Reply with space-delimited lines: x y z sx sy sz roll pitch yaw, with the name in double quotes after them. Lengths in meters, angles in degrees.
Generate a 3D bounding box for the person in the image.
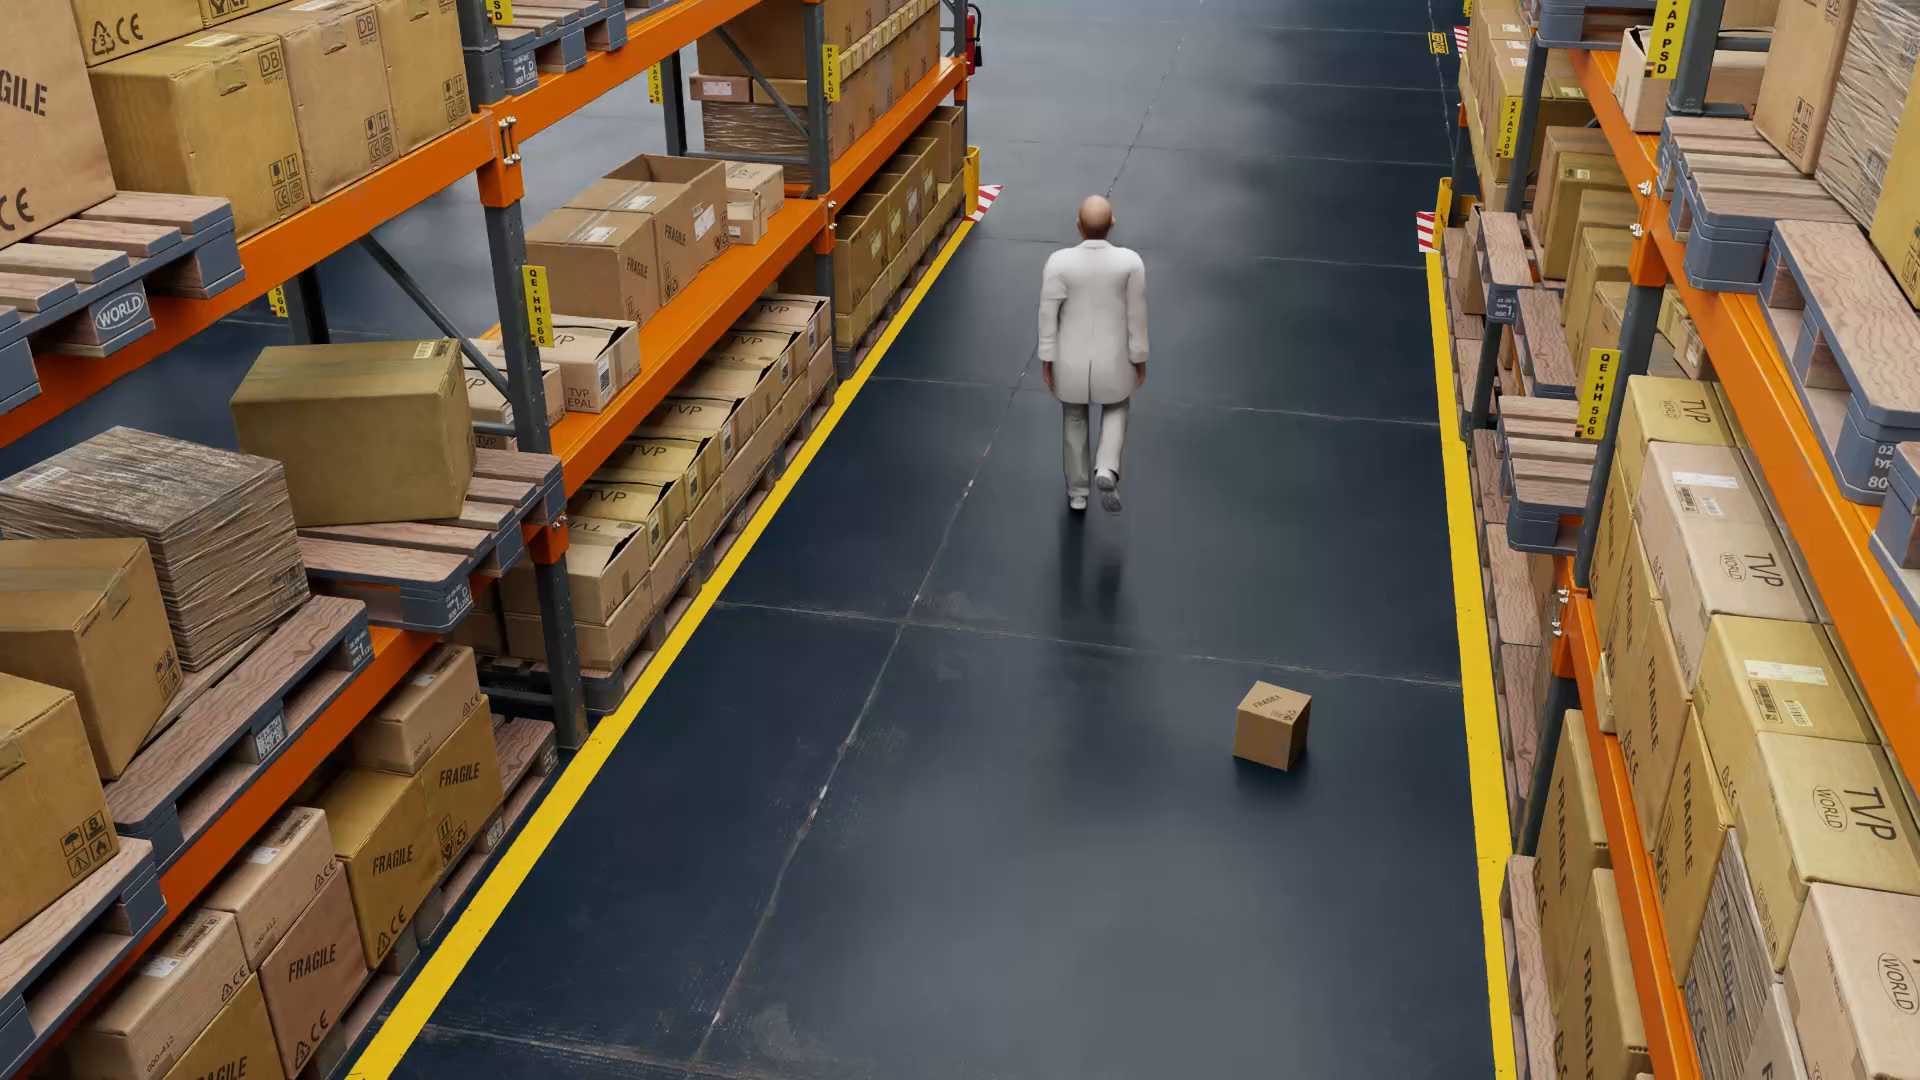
0.712 -0.970 8.870 0.601 1.770 0.597 2 28 3 "person"
